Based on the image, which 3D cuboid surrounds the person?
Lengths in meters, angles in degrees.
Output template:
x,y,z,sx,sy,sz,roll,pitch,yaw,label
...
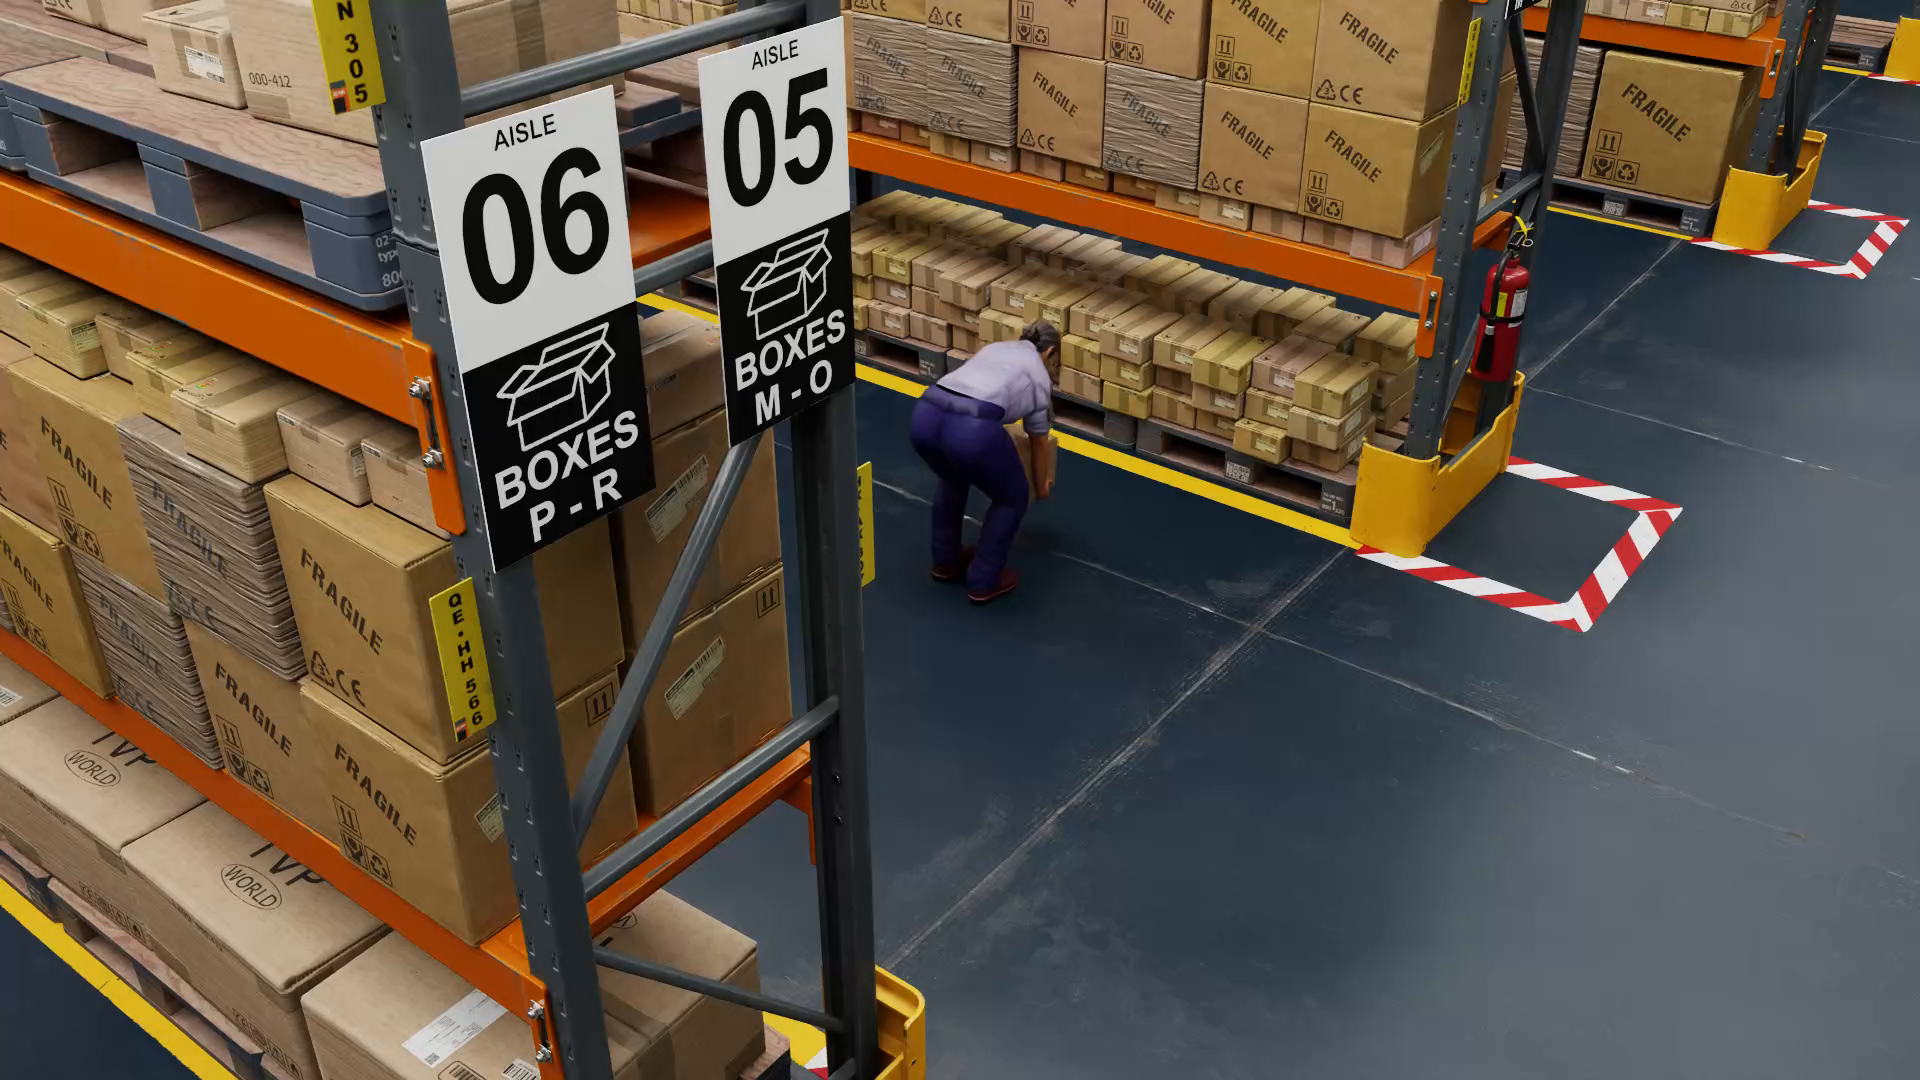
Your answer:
x,y,z,sx,sy,sz,roll,pitch,yaw,label
0.158,-0.354,7.297,0.462,1.073,0.904,20,36,30,person
